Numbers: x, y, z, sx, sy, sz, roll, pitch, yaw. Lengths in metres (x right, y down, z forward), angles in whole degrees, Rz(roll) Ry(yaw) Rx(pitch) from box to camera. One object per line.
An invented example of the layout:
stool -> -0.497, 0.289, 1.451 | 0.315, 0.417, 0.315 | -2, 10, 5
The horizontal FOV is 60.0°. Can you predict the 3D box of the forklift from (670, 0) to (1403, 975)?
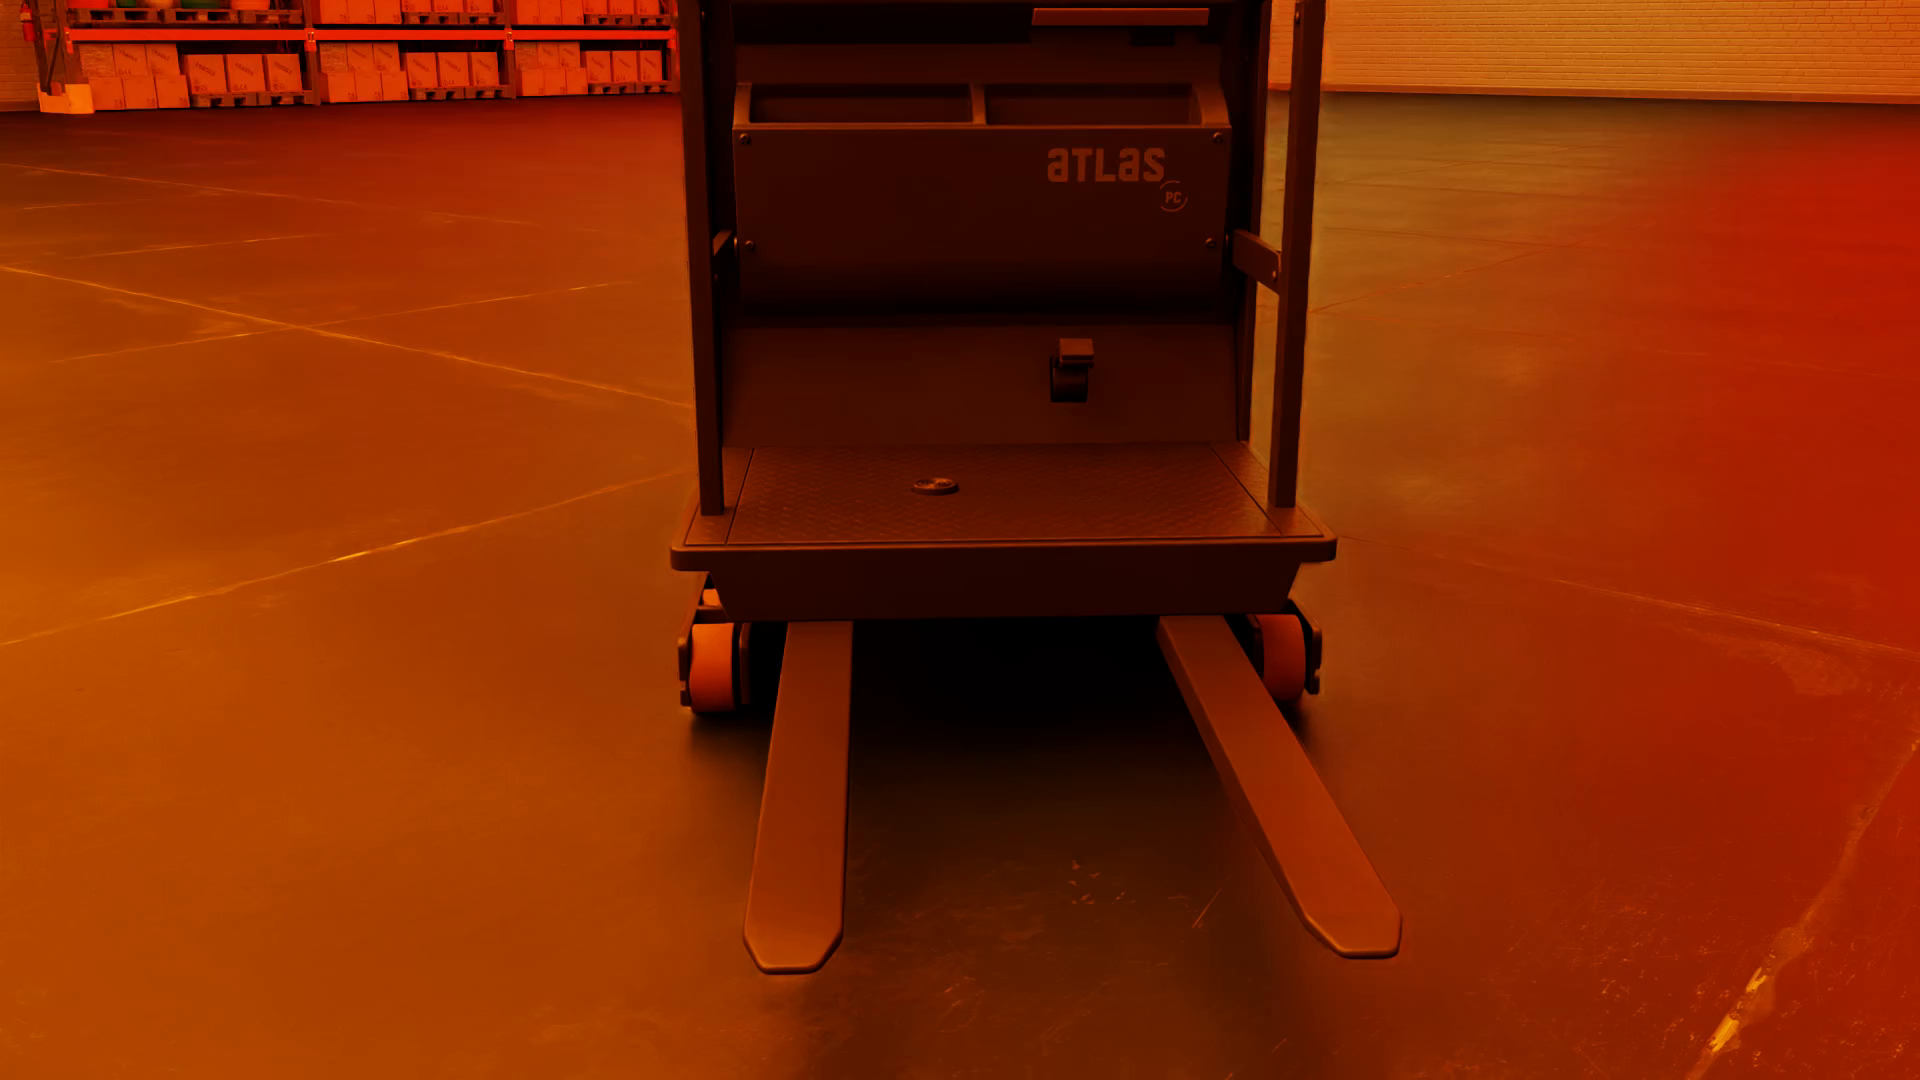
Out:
forklift -> 0.054, -1.190, 2.816 | 1.130, 2.935, 3.031 | -1, 17, -3
